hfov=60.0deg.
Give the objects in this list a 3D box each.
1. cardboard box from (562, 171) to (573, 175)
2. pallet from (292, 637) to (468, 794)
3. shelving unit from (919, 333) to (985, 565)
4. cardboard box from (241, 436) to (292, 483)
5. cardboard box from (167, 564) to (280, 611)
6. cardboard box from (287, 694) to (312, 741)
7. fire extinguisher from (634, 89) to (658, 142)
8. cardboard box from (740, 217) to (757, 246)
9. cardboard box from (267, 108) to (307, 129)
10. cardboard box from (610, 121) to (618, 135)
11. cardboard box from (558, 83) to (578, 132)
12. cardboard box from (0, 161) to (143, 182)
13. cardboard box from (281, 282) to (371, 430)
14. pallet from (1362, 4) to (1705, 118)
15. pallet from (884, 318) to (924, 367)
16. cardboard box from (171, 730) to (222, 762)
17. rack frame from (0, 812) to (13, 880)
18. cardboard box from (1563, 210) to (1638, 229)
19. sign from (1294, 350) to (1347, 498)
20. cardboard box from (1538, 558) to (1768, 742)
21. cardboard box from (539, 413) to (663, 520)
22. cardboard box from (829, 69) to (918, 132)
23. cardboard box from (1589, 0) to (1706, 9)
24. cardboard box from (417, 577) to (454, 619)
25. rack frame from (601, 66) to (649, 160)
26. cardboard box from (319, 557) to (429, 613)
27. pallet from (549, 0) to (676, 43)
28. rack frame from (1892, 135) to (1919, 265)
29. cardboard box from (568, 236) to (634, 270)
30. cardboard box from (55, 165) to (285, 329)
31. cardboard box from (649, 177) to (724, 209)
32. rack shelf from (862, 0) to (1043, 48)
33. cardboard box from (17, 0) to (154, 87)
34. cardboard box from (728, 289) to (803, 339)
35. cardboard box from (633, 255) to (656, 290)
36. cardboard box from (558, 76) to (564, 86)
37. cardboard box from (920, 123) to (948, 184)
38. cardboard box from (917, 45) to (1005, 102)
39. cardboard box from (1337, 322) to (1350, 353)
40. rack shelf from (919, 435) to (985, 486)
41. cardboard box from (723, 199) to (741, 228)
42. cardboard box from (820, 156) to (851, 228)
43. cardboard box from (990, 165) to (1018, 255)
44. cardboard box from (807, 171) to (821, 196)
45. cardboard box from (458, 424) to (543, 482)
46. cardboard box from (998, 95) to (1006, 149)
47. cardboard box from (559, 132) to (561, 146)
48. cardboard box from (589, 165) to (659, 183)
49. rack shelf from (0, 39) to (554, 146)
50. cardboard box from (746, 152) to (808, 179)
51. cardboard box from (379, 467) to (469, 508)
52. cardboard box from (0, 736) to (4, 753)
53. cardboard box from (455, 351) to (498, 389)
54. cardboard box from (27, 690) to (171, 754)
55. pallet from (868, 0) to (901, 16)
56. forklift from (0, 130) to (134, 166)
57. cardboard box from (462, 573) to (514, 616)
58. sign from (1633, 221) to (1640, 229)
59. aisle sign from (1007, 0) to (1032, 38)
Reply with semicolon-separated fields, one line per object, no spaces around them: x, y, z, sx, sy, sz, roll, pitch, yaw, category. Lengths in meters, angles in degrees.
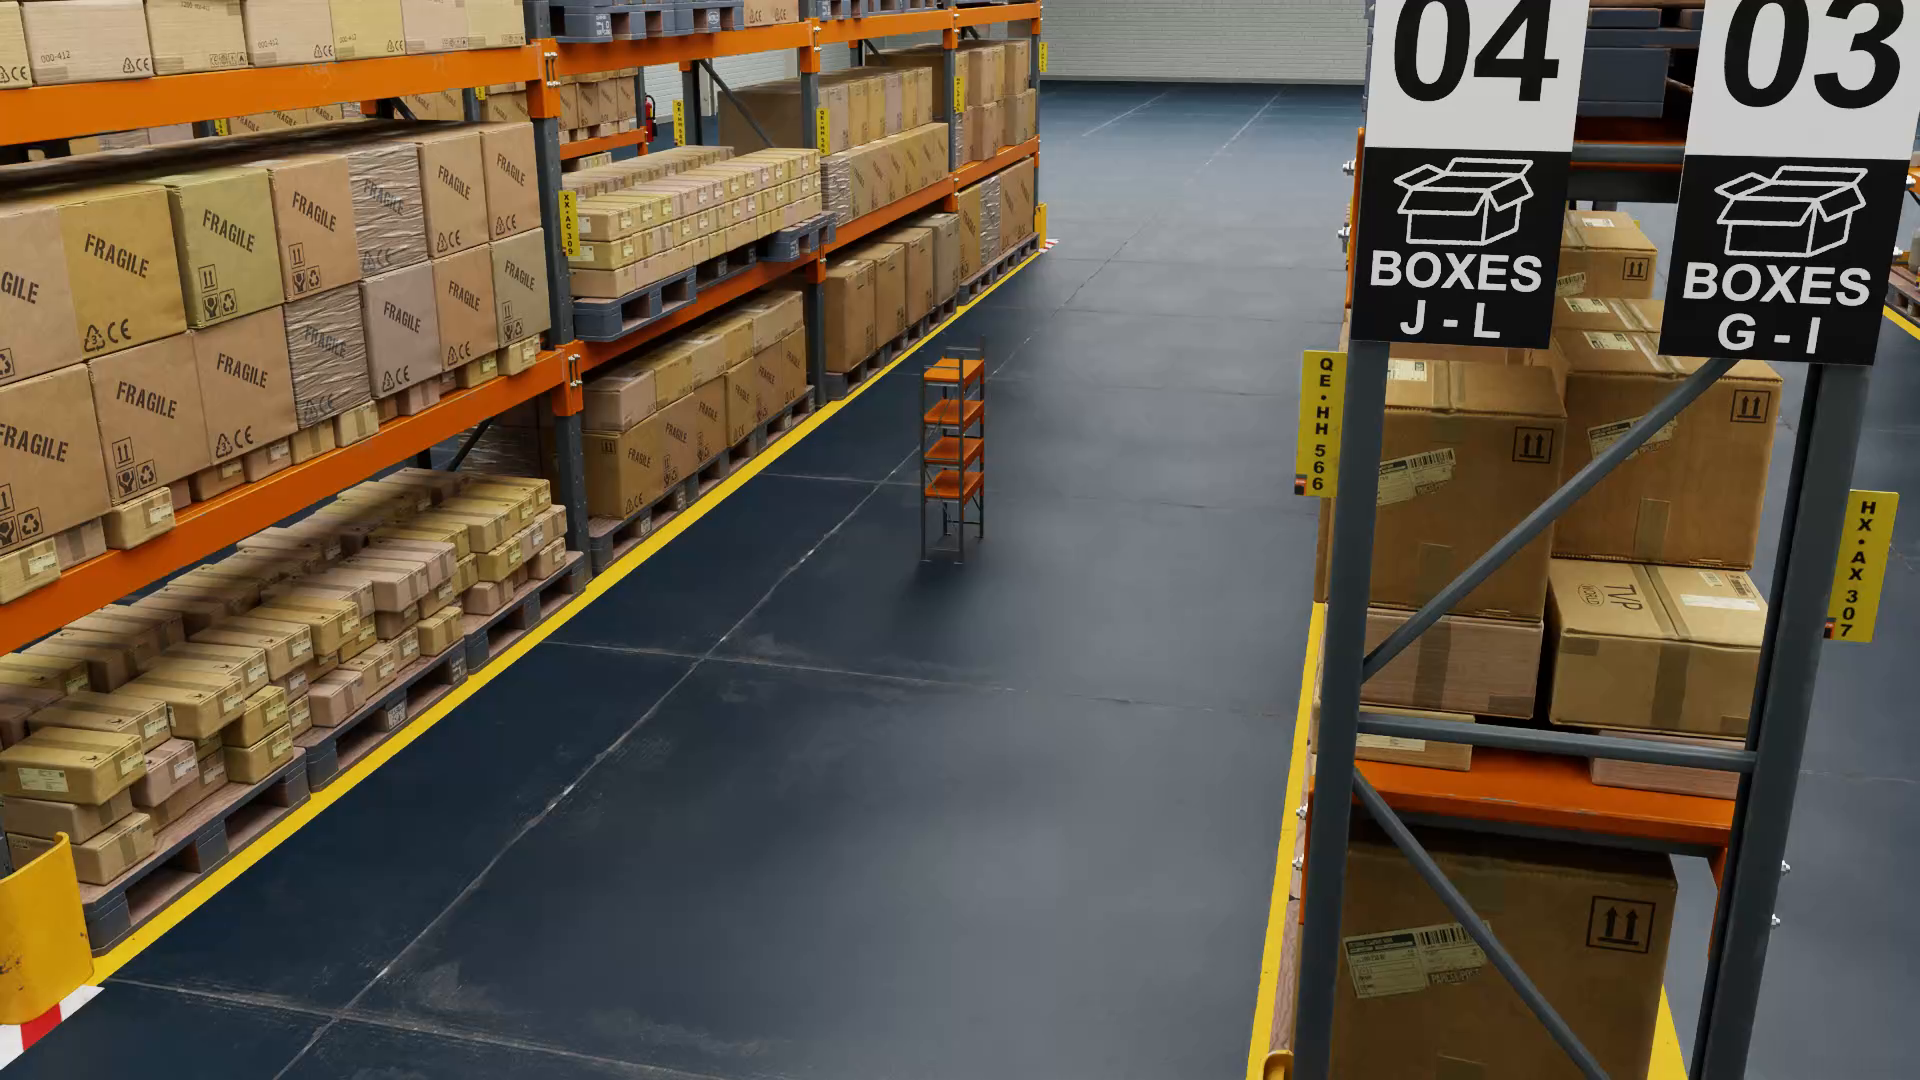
-4.586;-4.000;19.201;0.500;0.500;0.500;4;19;12;cardboard box
-2.922;0.696;7.322;1.003;0.211;1.213;5;19;13;pallet
-0.040;-0.516;9.342;0.258;1.200;0.503;5;19;13;shelving unit
-2.828;-0.336;6.421;0.380;0.149;0.250;4;19;12;cardboard box
-3.187;0.228;7.219;0.380;0.149;0.250;5;19;14;cardboard box
-2.857;0.719;6.702;0.380;0.149;0.250;5;19;14;cardboard box
-3.914;-5.303;20.693;0.296;0.674;0.183;5;19;13;fire extinguisher
-1.512;-1.961;10.527;0.380;0.149;0.250;5;20;15;cardboard box
-5.888;-3.506;14.048;0.500;0.500;0.500;6;20;16;cardboard box
-4.310;-4.921;19.842;0.380;0.149;0.250;4;19;12;cardboard box
-4.649;-4.866;18.679;0.500;0.500;0.500;5;19;14;cardboard box
-3.360;-1.113;6.144;0.500;0.500;0.500;6;20;16;cardboard box
-2.739;-0.756;6.645;0.500;0.500;0.500;4;19;12;cardboard box
1.483;-1.154;3.921;1.003;0.211;1.213;5;19;13;pallet
-0.953;-1.777;14.562;1.003;0.211;1.213;5;19;13;pallet
-3.000;0.734;6.198;0.380;0.149;0.250;5;19;14;cardboard box
-3.473;0.034;4.948;1.000;3.000;0.127;5;19;13;rack frame
2.436;-1.056;6.751;0.500;0.500;0.500;5;20;15;cardboard box
0.789;-0.250;3.622;0.100;0.325;0.005;5;19;13;sign
1.691;0.258;4.063;0.500;0.250;0.500;4;19;12;cardboard box
-2.058;-0.447;9.572;0.500;0.500;0.500;5;20;16;cardboard box
-0.780;-3.931;14.853;0.700;0.500;0.500;4;19;12;cardboard box
1.387;-1.423;3.613;0.700;0.500;0.500;3;19;10;cardboard box
-2.567;0.237;7.654;0.380;0.149;0.250;5;20;15;cardboard box
-4.389;-5.340;20.682;1.000;3.000;0.127;5;19;13;rack frame
-2.578;0.195;7.315;0.380;0.149;0.250;4;19;11;cardboard box
-2.242;-2.736;8.706;1.213;0.211;1.003;5;19;13;pallet
10.024;-4.167;17.246;1.000;3.000;0.127;5;19;13;rack frame
-1.953;-1.528;8.799;0.380;0.149;0.250;5;19;14;cardboard box
-2.840;-1.067;6.010;0.500;0.500;0.500;4;19;12;cardboard box
-1.639;-2.074;9.937;0.380;0.149;0.250;5;20;15;cardboard box
-0.052;-5.433;17.427;1.077;0.370;4.000;5;19;13;rack shelf
-2.983;-1.600;5.323;0.500;0.250;0.500;5;20;15;cardboard box
-1.431;-1.609;11.816;0.500;0.250;0.500;4;19;12;cardboard box
-1.891;-1.474;9.102;0.380;0.149;0.250;5;19;14;cardboard box
-4.753;-5.182;18.058;0.700;0.500;0.500;4;19;12;cardboard box
-0.409;-3.590;15.403;0.500;0.500;0.500;5;19;13;cardboard box
-0.009;-4.929;17.575;0.875;0.550;0.500;5;19;13;cardboard box
2.852;-0.750;9.881;1.225;0.875;0.875;5;19;14;cardboard box
-0.040;-0.452;9.364;0.258;0.148;0.480;5;19;13;rack shelf
-1.573;-2.018;10.234;0.380;0.149;0.250;4;19;12;cardboard box
-1.147;-2.640;12.623;0.500;0.500;0.500;5;19;14;cardboard box
0.122;-3.681;18.461;0.875;0.875;0.875;4;19;13;cardboard box
-1.198;-2.504;11.655;0.380;0.149;0.250;5;20;15;cardboard box
-2.559;-0.488;9.692;0.500;0.500;0.500;4;19;12;cardboard box
0.018;-4.593;18.261;0.875;0.550;0.550;5;19;13;cardboard box
-4.656;-4.441;18.439;0.380;0.149;0.250;5;19;14;cardboard box
-2.139;-2.294;10.580;0.380;0.149;0.250;5;20;15;cardboard box
-2.984;-1.672;6.415;1.077;0.370;4.000;5;19;13;rack shelf
-1.257;-2.567;11.380;0.380;0.149;0.250;4;19;13;cardboard box
-2.781;-0.260;8.647;0.380;0.149;0.250;5;20;16;cardboard box
-3.589;0.717;5.789;0.380;0.149;0.250;5;19;14;cardboard box
-2.419;-0.825;7.850;0.380;0.149;0.250;5;20;16;cardboard box
-3.065;0.669;5.928;0.380;0.149;0.250;5;19;14;cardboard box
-1.142;-4.361;13.465;1.003;0.211;1.213;6;20;16;pallet
-5.027;-1.326;9.034;1.130;2.935;3.031;4;19;11;forklift
-2.408;0.243;8.097;0.380;0.149;0.250;4;19;12;cardboard box
2.828;-1.200;7.100;0.100;0.325;0.005;5;19;13;sign
0.744;-6.210;19.206;0.394;0.787;0.004;5;19;13;aisle sign
